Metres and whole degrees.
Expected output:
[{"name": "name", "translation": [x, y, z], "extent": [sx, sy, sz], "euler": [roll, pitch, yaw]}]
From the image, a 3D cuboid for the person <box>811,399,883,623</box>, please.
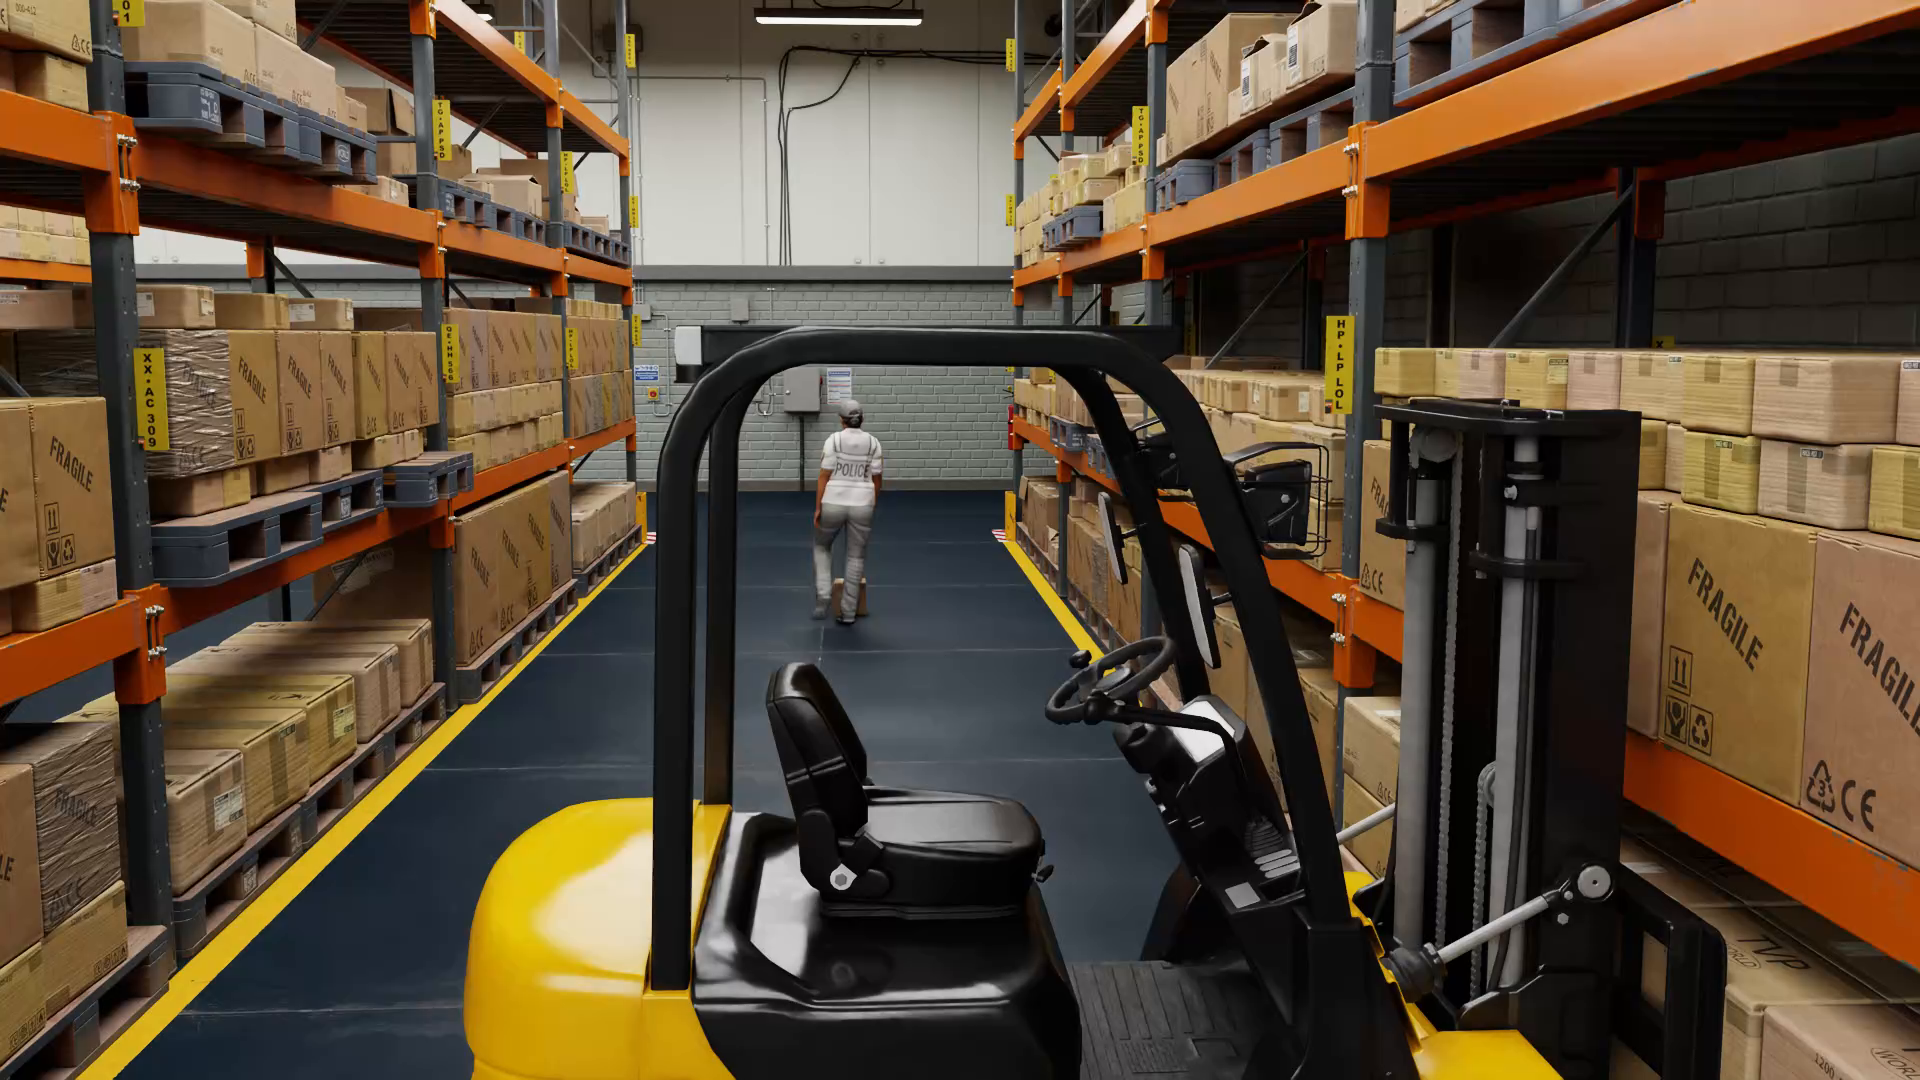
[{"name": "person", "translation": [-0.850, -0.214, 12.449], "extent": [0.544, 1.676, 0.489], "euler": [-1, 7, -12]}]
